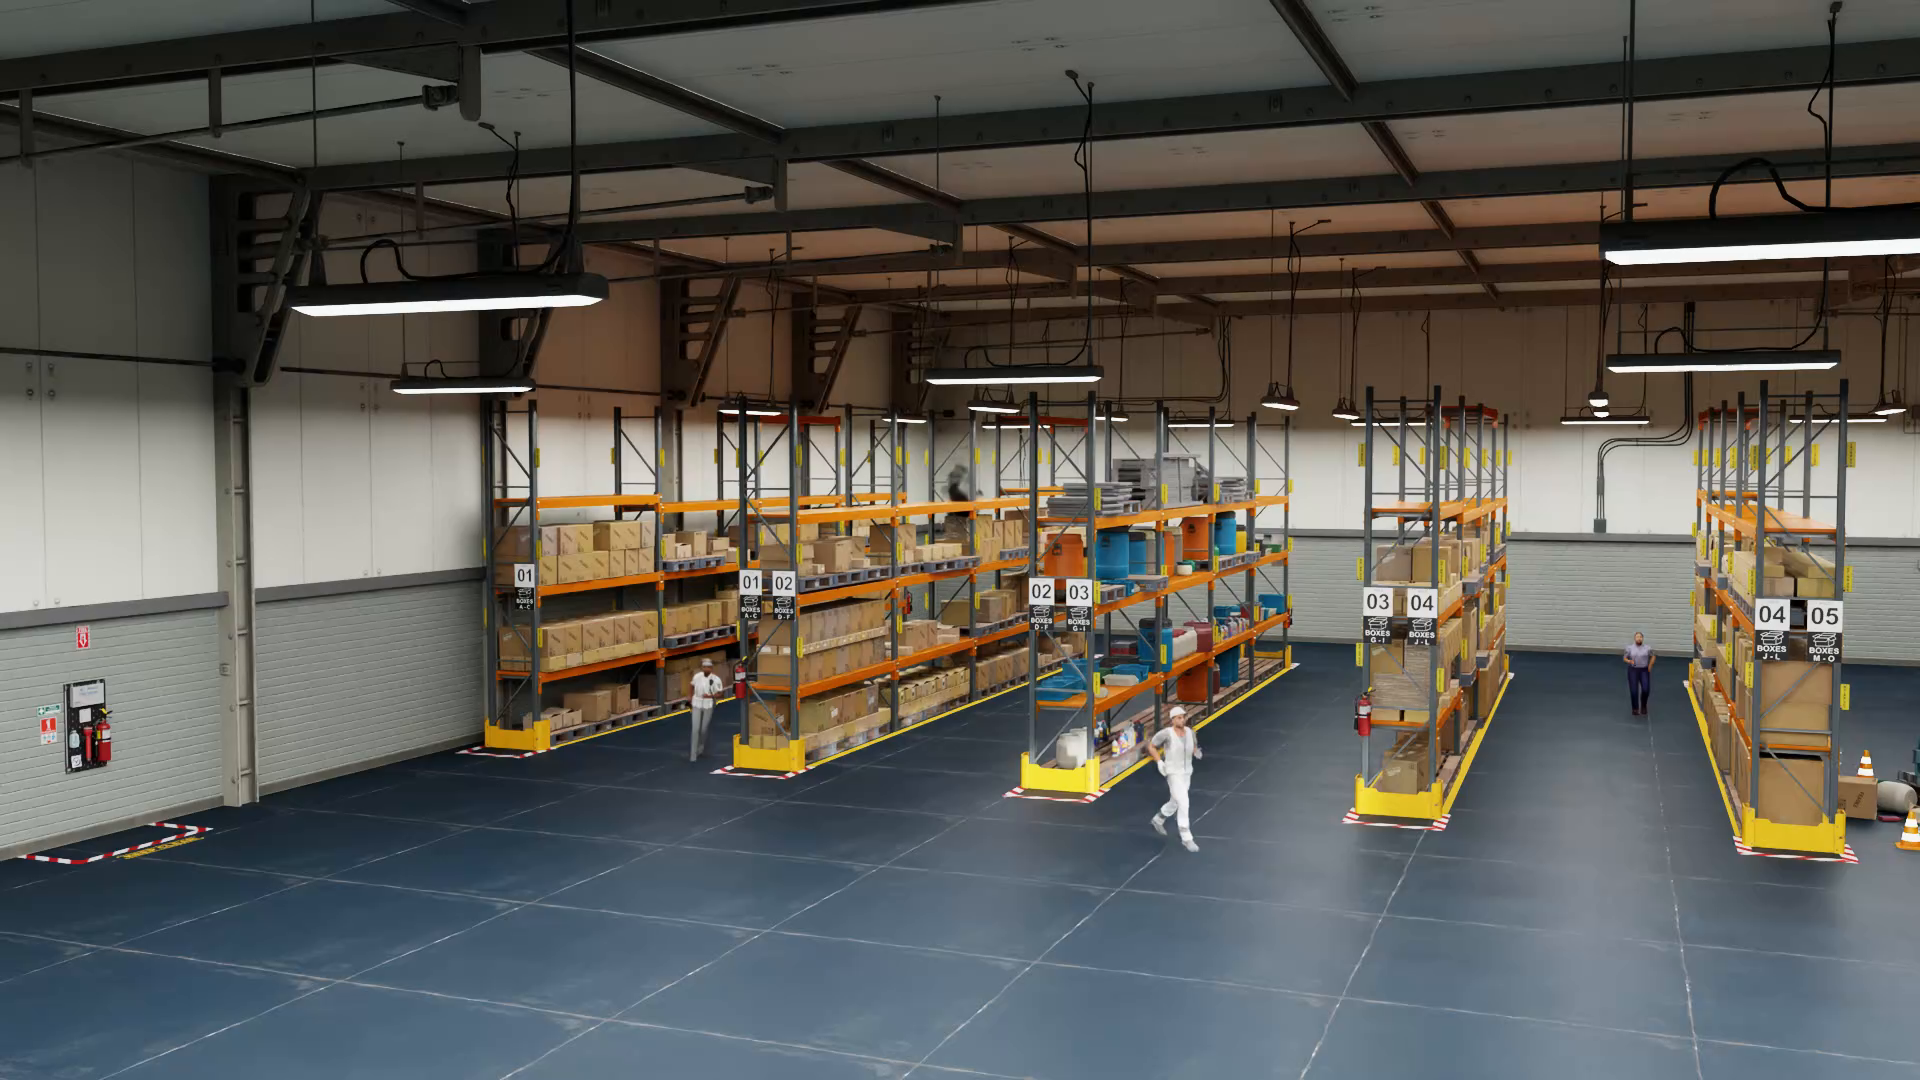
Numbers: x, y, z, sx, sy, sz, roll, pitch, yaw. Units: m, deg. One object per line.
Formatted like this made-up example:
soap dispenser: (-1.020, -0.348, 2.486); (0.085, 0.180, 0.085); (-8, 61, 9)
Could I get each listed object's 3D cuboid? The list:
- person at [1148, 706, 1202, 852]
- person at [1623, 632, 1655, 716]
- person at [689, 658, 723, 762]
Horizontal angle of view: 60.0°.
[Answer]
person: (2.815, 3.040, 21.481); (0.633, 1.804, 0.928); (-2, 3, -34)
person: (13.172, 2.602, 32.238); (0.588, 1.627, 0.590); (1, 3, 19)
person: (-4.241, 2.816, 27.741); (0.587, 1.730, 0.827); (0, 3, -3)
